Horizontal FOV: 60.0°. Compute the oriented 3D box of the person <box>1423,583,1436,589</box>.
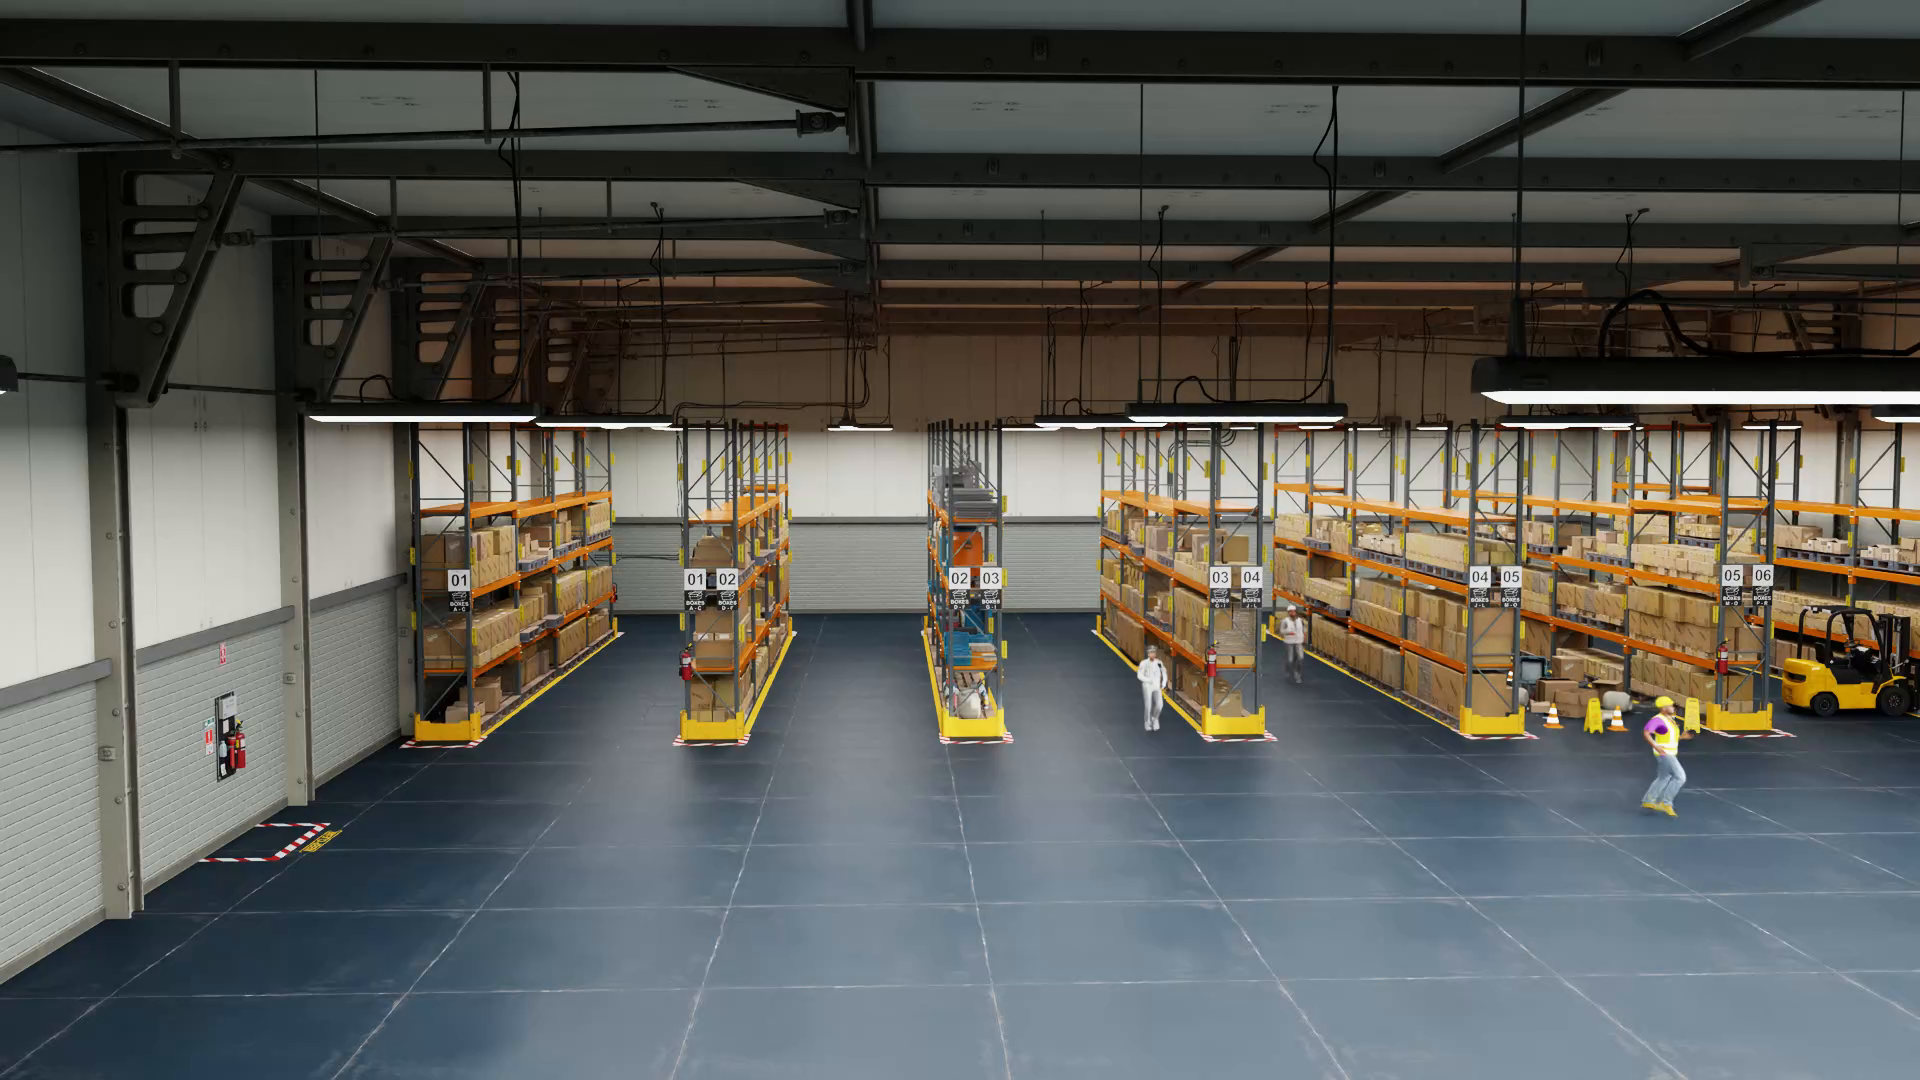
[{"bbox_3d":[13.931,1.763,49.406,0.527,1.622,0.674,1,4,9],"label":"person"}]

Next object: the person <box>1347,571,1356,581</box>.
[{"bbox_3d":[11.597,1.738,49.196,0.734,1.701,0.650,-1,4,-11],"label":"person"}]

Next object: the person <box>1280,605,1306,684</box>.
[{"bbox_3d":[7.706,2.402,38.425,0.659,1.809,0.755,0,4,-2],"label":"person"}]

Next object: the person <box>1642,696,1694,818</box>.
[{"bbox_3d":[10.612,3.250,24.941,0.696,1.809,0.674,2,4,29],"label":"person"}]

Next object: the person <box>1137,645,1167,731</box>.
[{"bbox_3d":[3.707,2.845,31.851,0.635,1.668,0.621,-1,4,-10],"label":"person"}]
